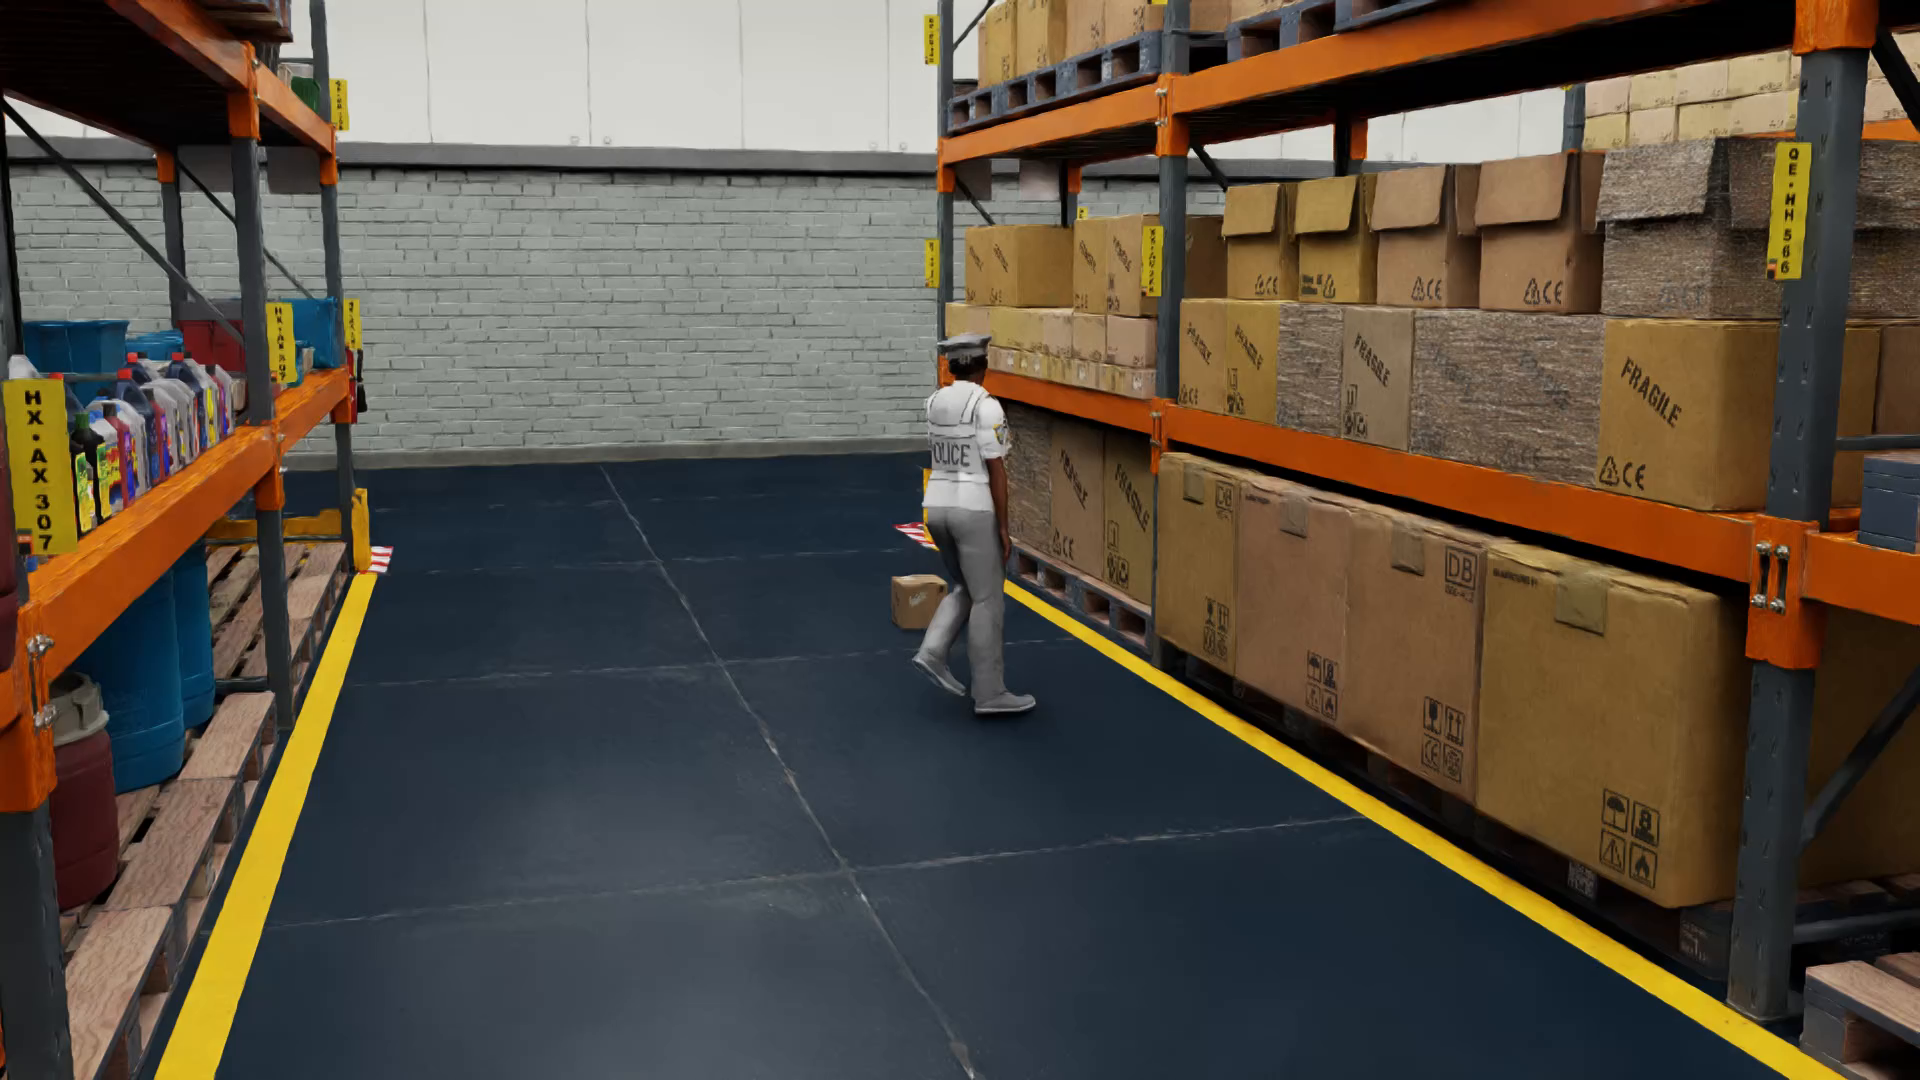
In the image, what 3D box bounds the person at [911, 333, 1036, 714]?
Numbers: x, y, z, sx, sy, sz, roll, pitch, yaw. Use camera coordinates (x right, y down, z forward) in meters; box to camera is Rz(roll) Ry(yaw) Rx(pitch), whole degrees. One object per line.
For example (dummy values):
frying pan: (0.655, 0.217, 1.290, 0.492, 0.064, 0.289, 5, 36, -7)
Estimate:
person: (0.035, -0.077, 7.290, 0.441, 1.646, 0.557, -8, 12, -40)
